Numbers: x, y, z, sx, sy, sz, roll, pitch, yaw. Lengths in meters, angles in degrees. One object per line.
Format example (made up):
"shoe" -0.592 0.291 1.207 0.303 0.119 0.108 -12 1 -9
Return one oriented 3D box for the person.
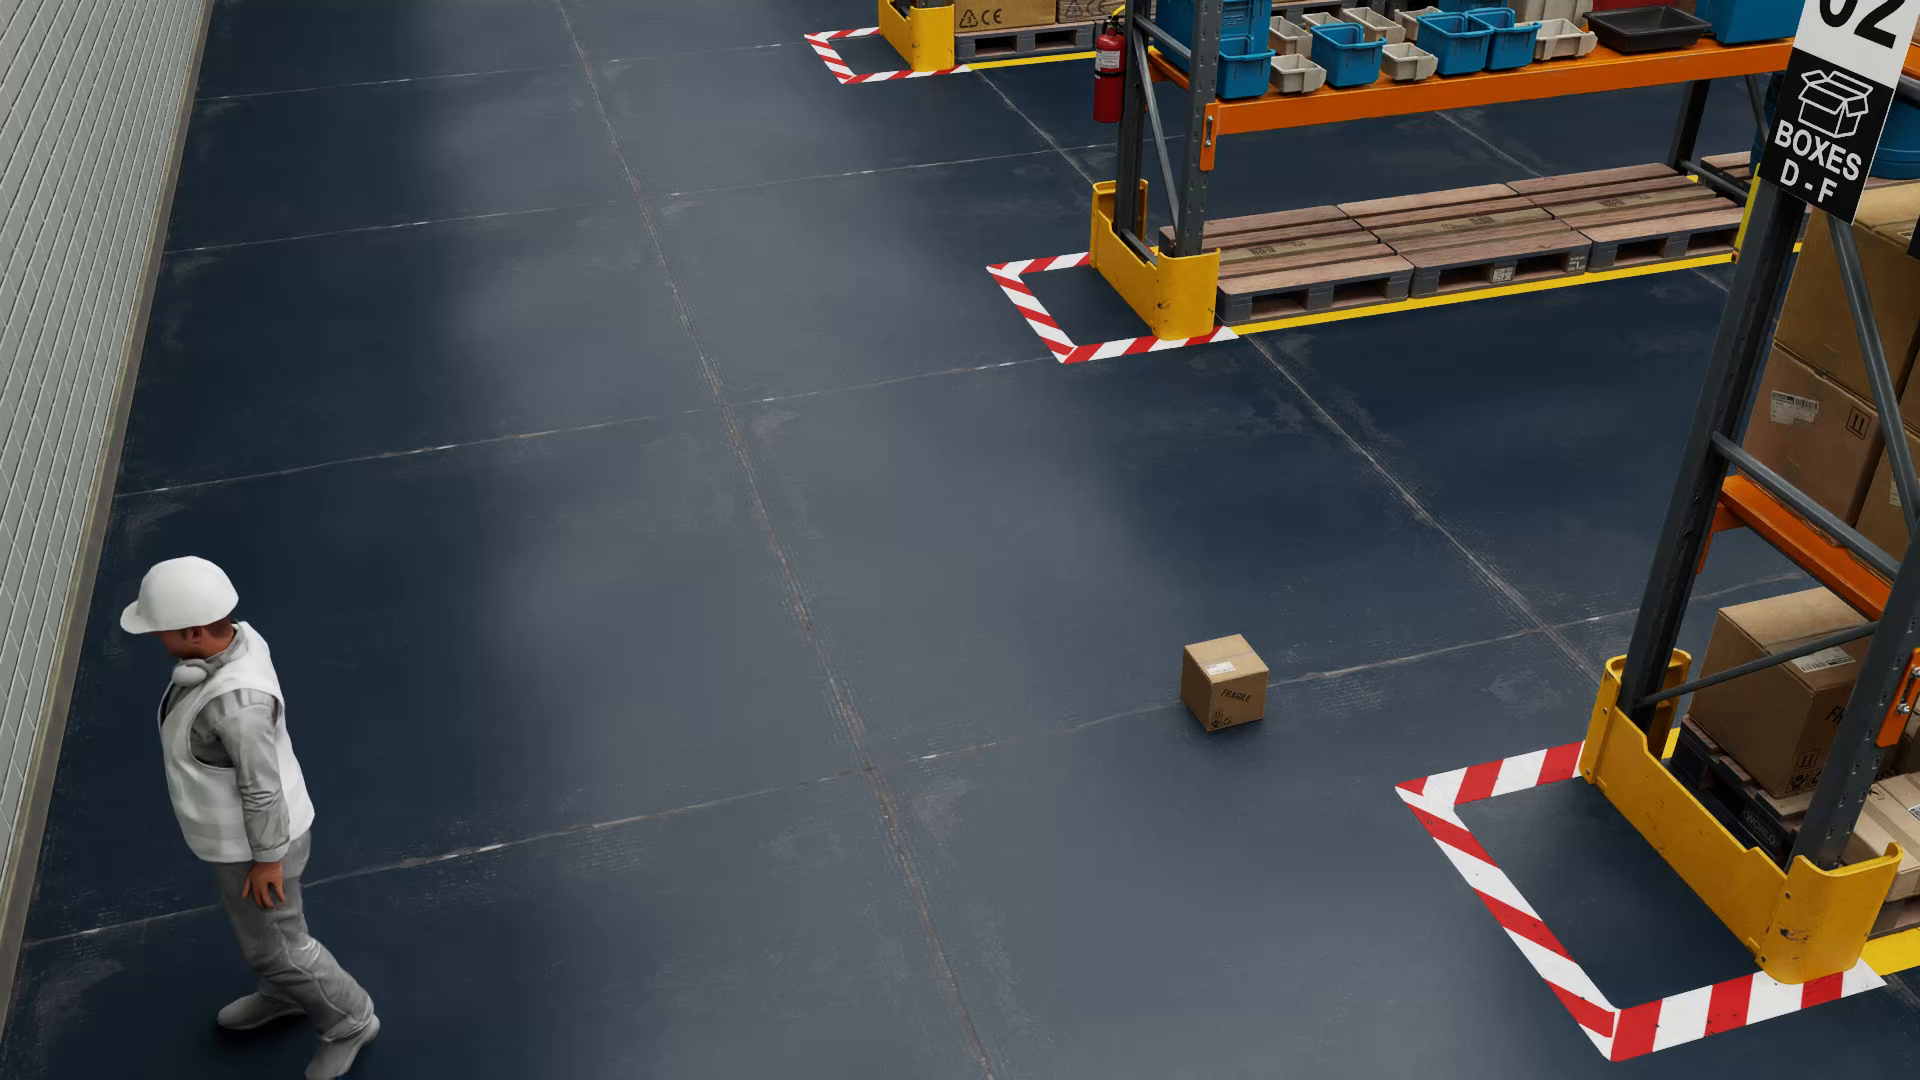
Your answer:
"person" -2.125 0.850 4.877 0.460 1.840 0.549 -16 37 -23
